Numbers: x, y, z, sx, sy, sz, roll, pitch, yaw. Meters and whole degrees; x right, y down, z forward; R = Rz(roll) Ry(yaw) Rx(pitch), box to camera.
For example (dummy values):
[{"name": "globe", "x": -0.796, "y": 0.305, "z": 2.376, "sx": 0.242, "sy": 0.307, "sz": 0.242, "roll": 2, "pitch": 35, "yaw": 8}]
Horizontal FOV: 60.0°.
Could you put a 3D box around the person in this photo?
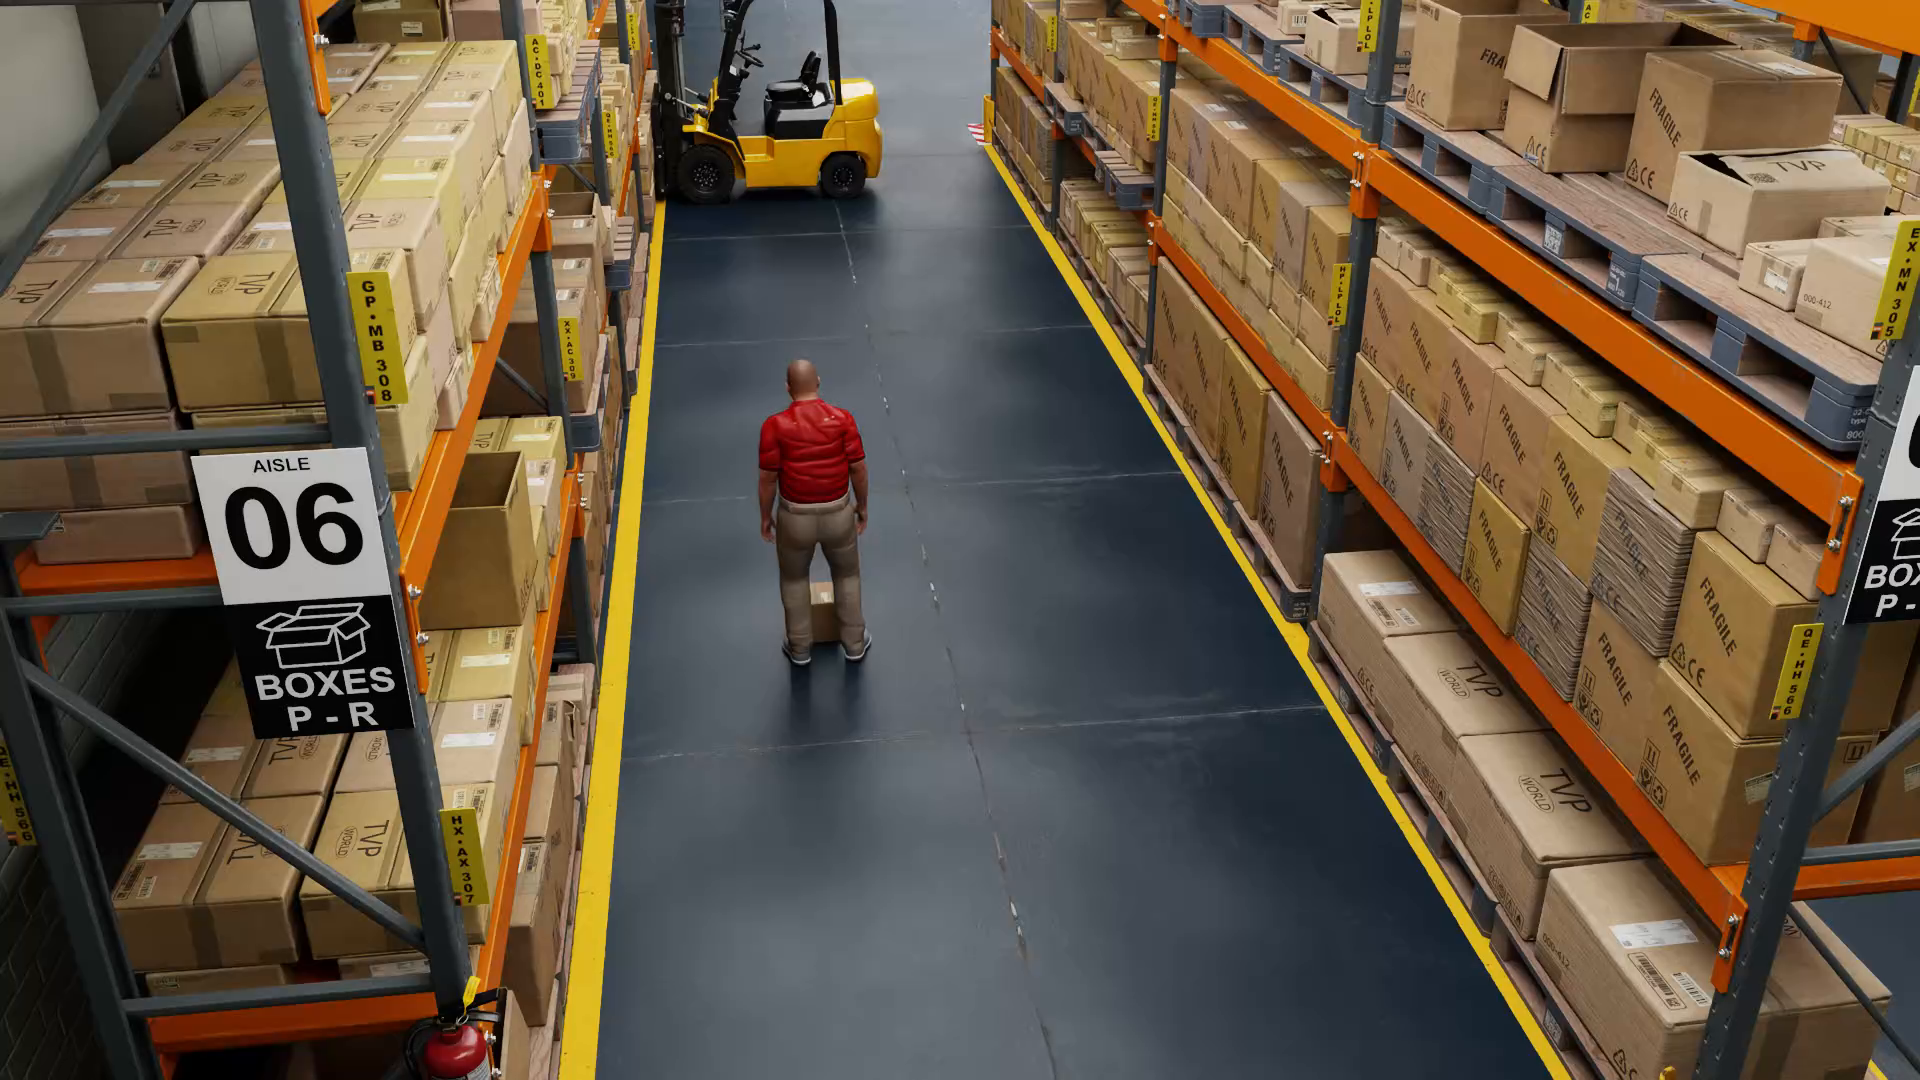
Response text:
[{"name": "person", "x": -0.776, "y": -0.134, "z": 8.896, "sx": 0.597, "sy": 1.725, "sz": 0.401, "roll": -5, "pitch": 27, "yaw": -10}]
